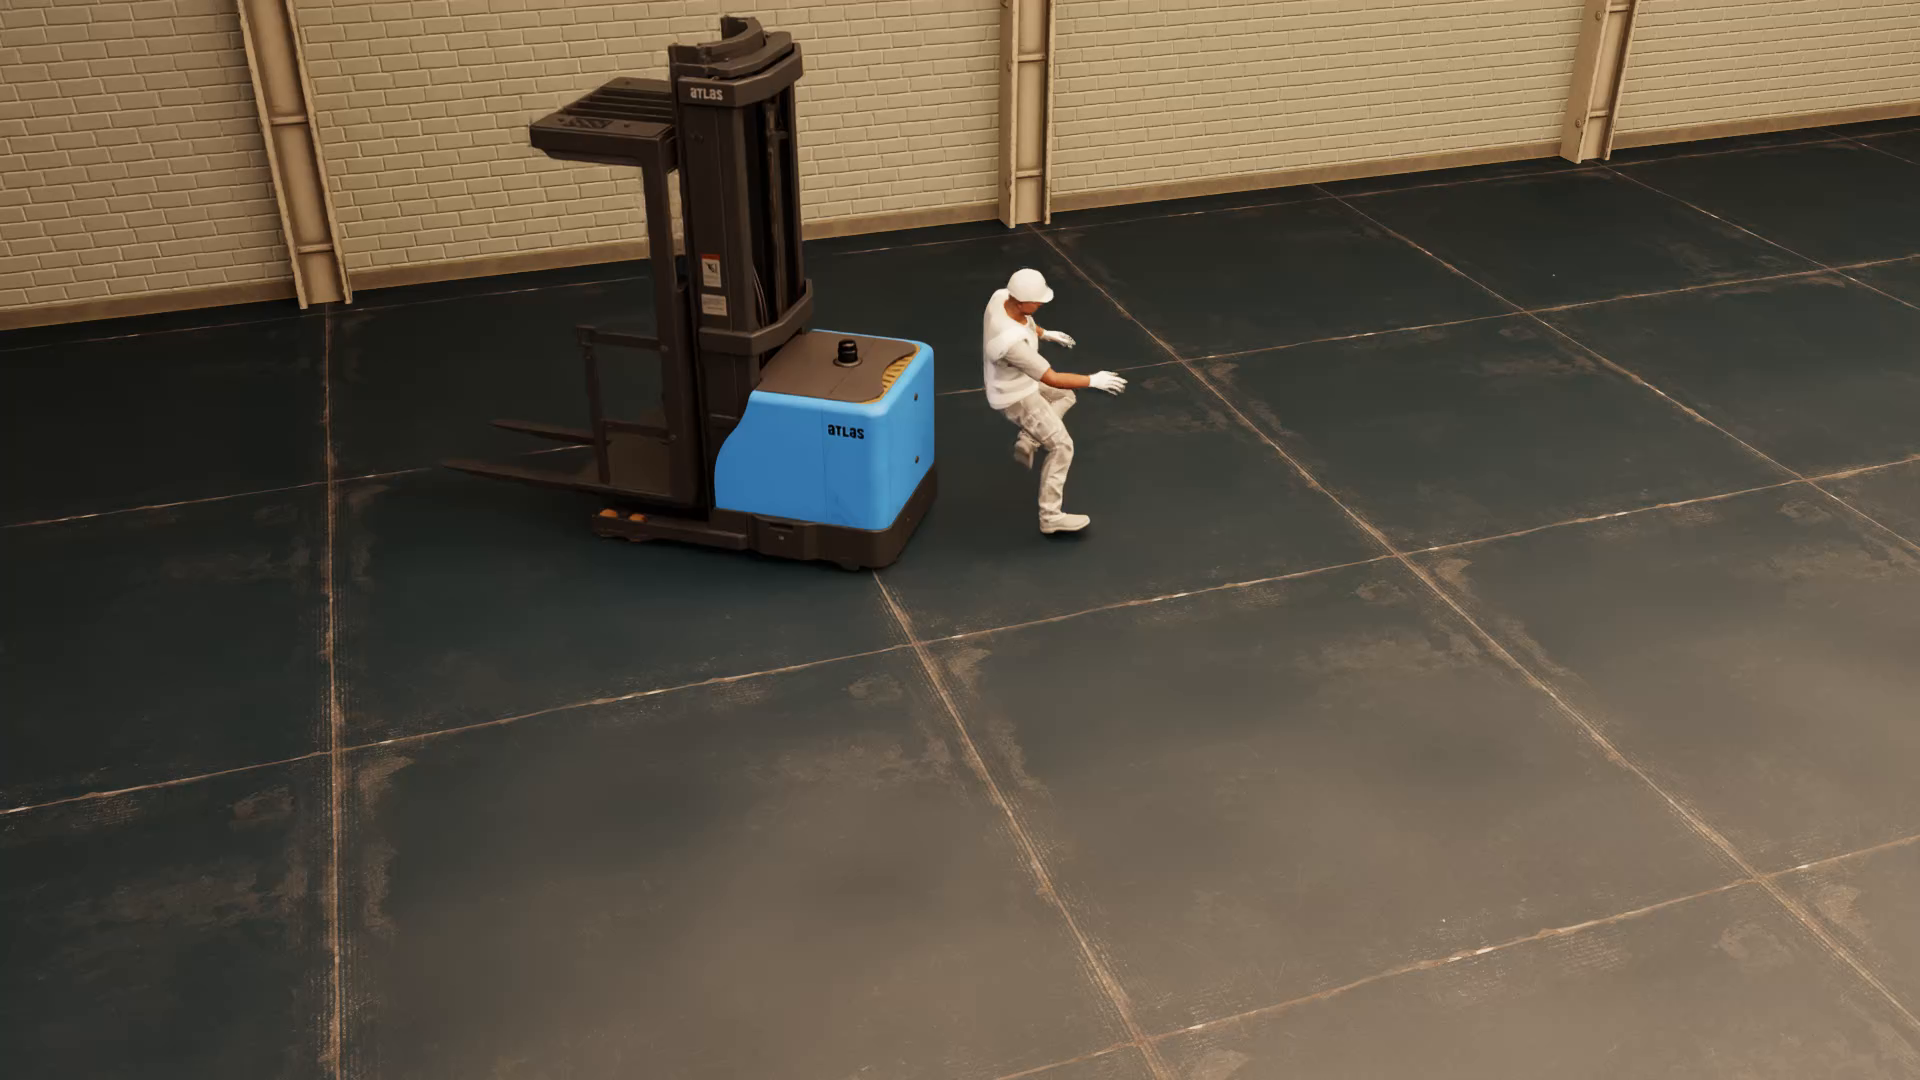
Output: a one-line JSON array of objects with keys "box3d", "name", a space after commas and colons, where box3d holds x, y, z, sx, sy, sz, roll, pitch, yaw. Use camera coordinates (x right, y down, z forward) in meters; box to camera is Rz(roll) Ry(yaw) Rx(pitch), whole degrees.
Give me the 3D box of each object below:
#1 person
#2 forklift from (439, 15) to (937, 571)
[{"box3d": [0.553, -0.914, 9.975, 0.826, 1.570, 0.850, -1, 30, -2], "name": "person"}, {"box3d": [-1.718, -1.499, 9.693, 3.031, 2.935, 1.130, 8, 31, 14], "name": "forklift"}]
